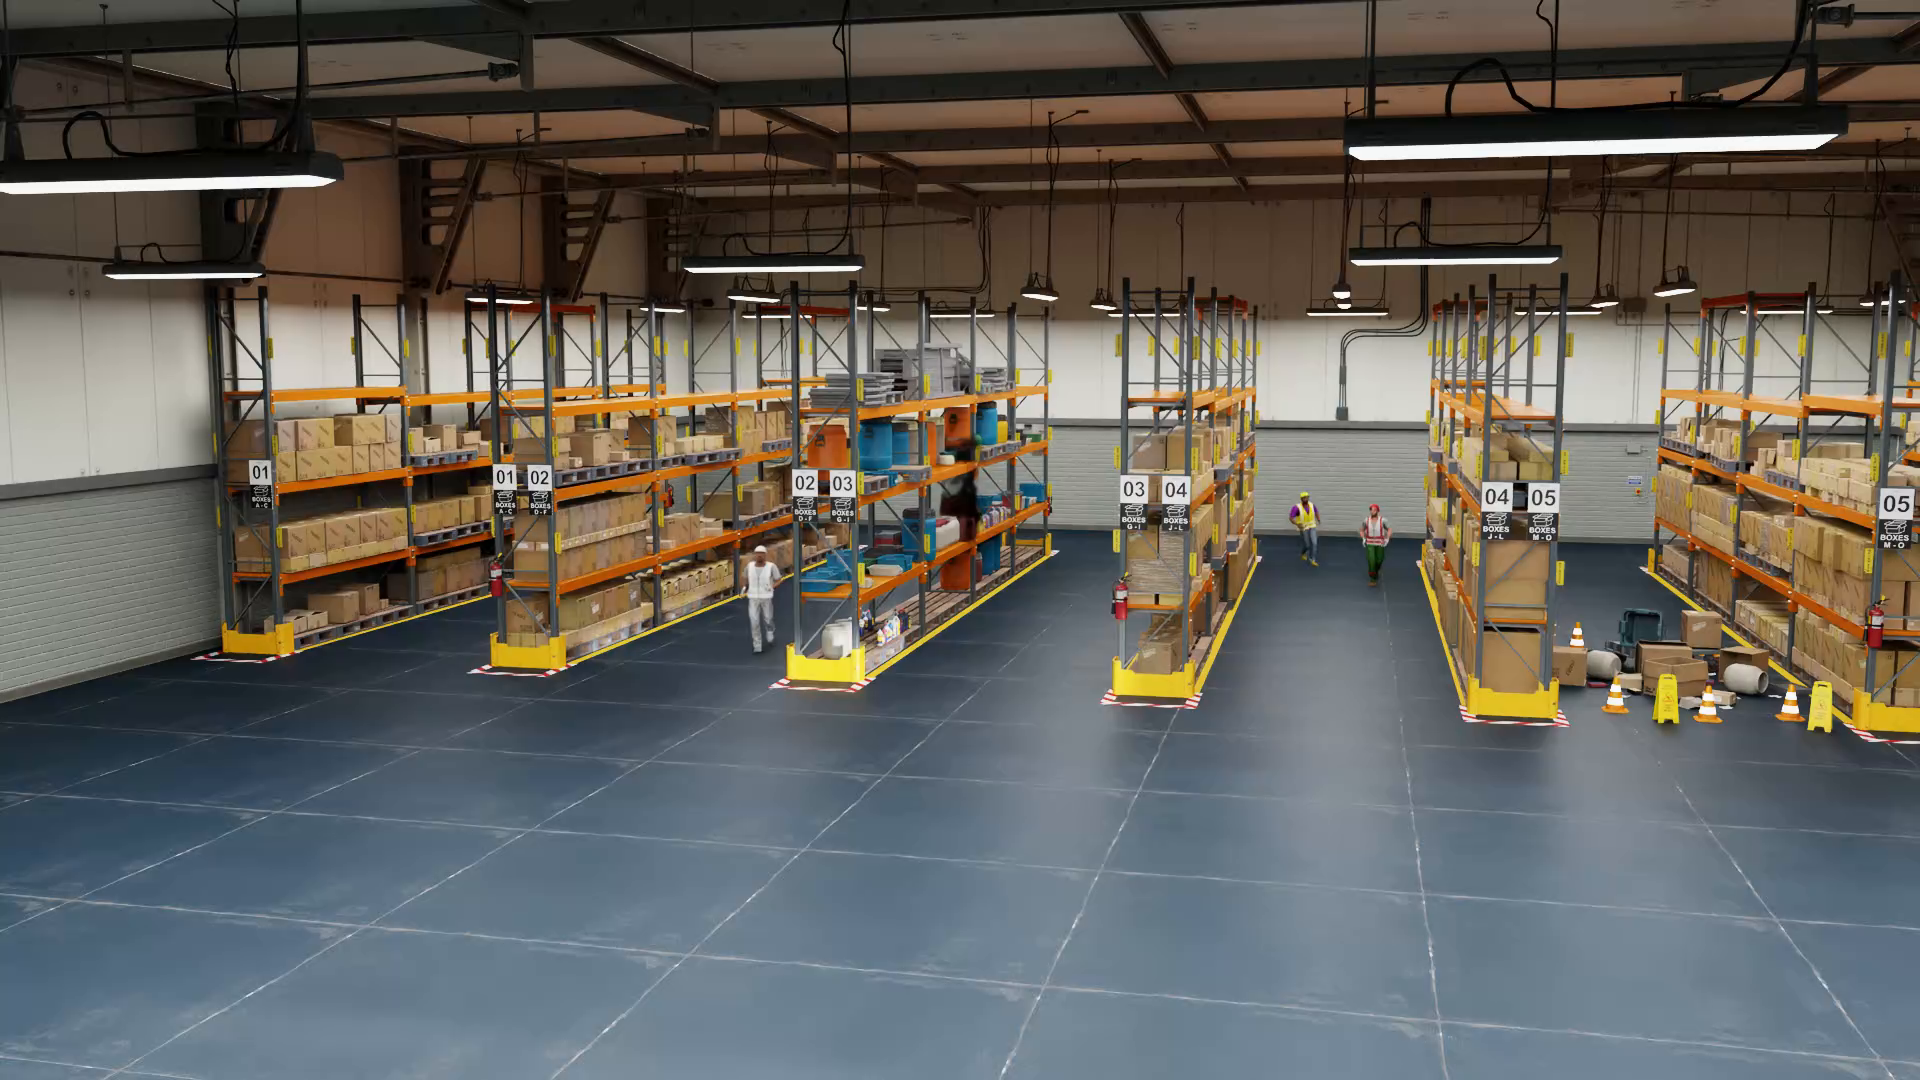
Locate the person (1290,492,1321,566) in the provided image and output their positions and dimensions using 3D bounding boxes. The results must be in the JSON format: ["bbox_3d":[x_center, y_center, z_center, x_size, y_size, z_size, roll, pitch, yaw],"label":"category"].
[{"bbox_3d":[8.015,-0.269,38.625,0.736,1.712,0.643,-2,7,-13],"label":"person"}]

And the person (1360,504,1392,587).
[{"bbox_3d":[8.762,0.109,35.129,0.656,1.748,0.560,2,7,19],"label":"person"}]

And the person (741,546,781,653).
[{"bbox_3d":[-3.315,0.966,27.641,0.695,1.749,0.818,0,7,2],"label":"person"}]
